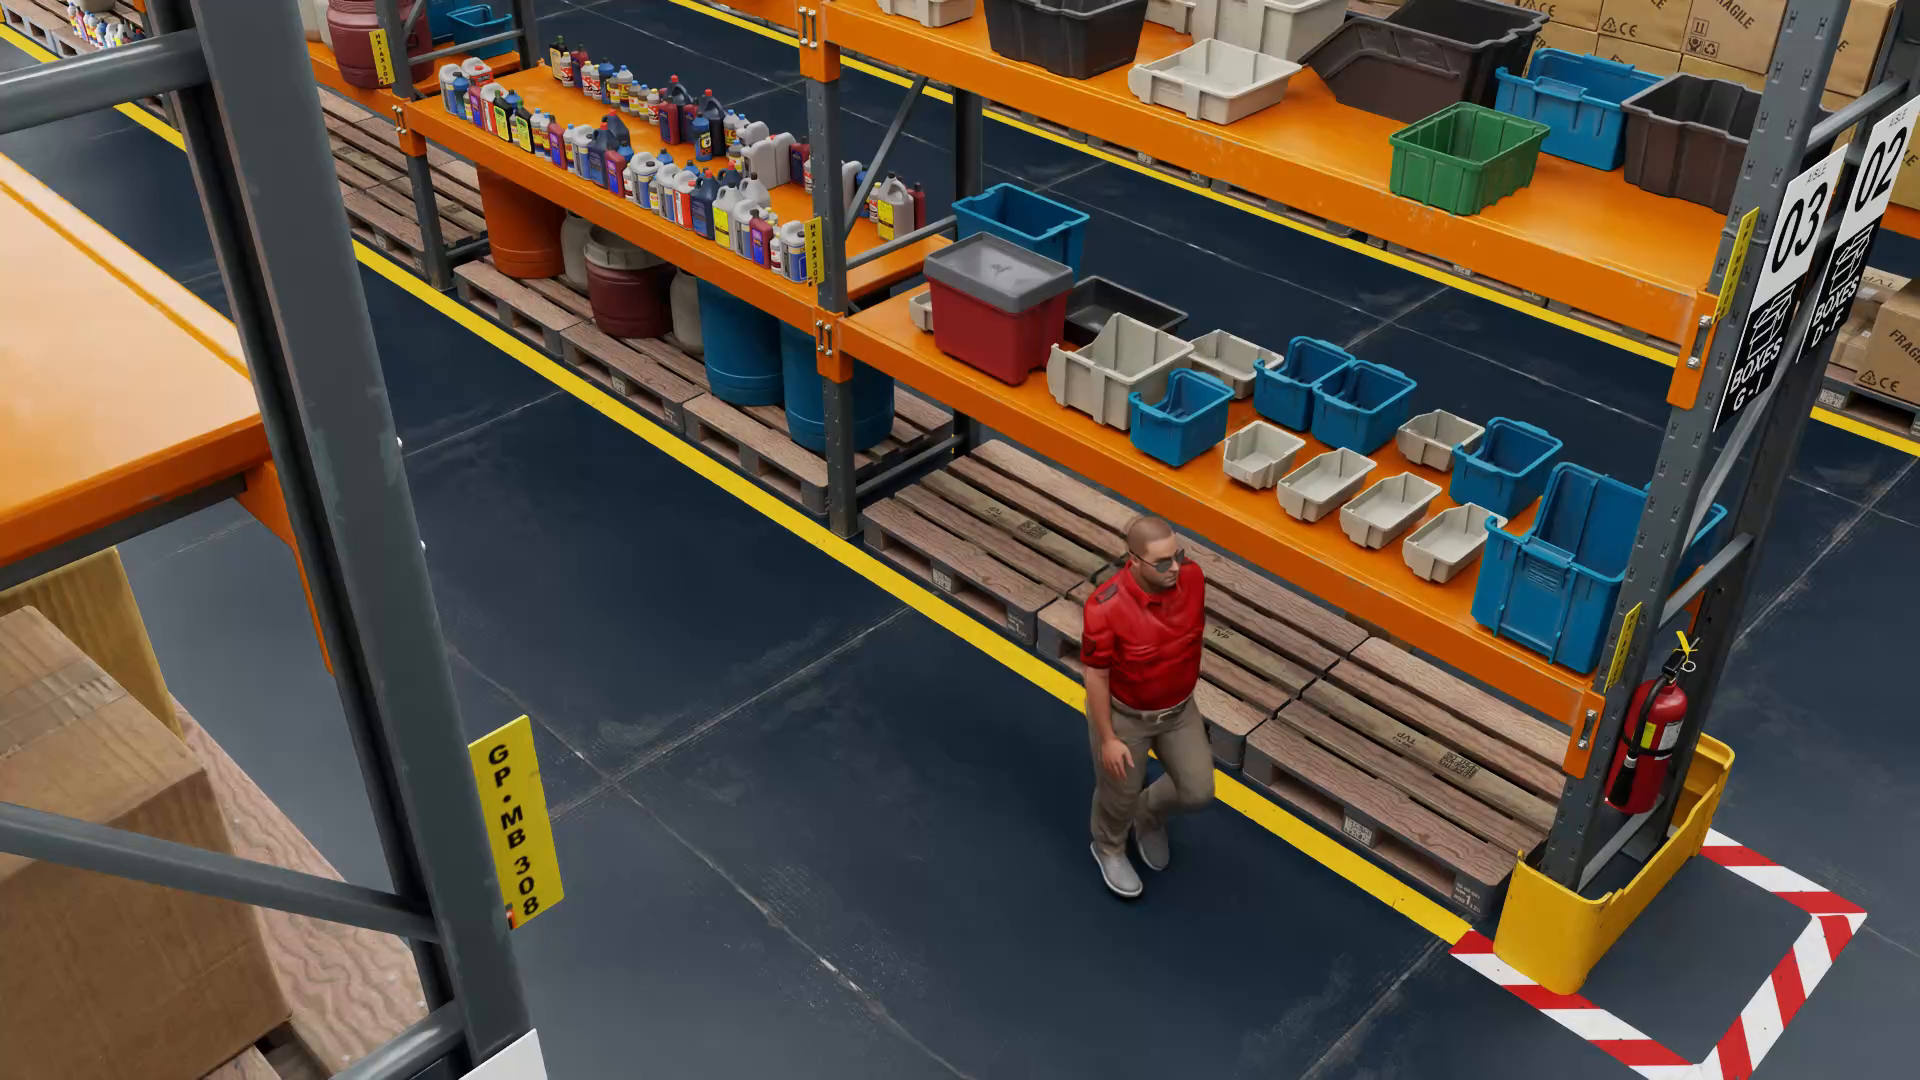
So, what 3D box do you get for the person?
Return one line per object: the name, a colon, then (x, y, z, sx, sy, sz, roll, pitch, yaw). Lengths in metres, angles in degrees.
person: (0.699, 0.664, 6.221, 0.544, 1.758, 0.443, -17, 39, -22)
